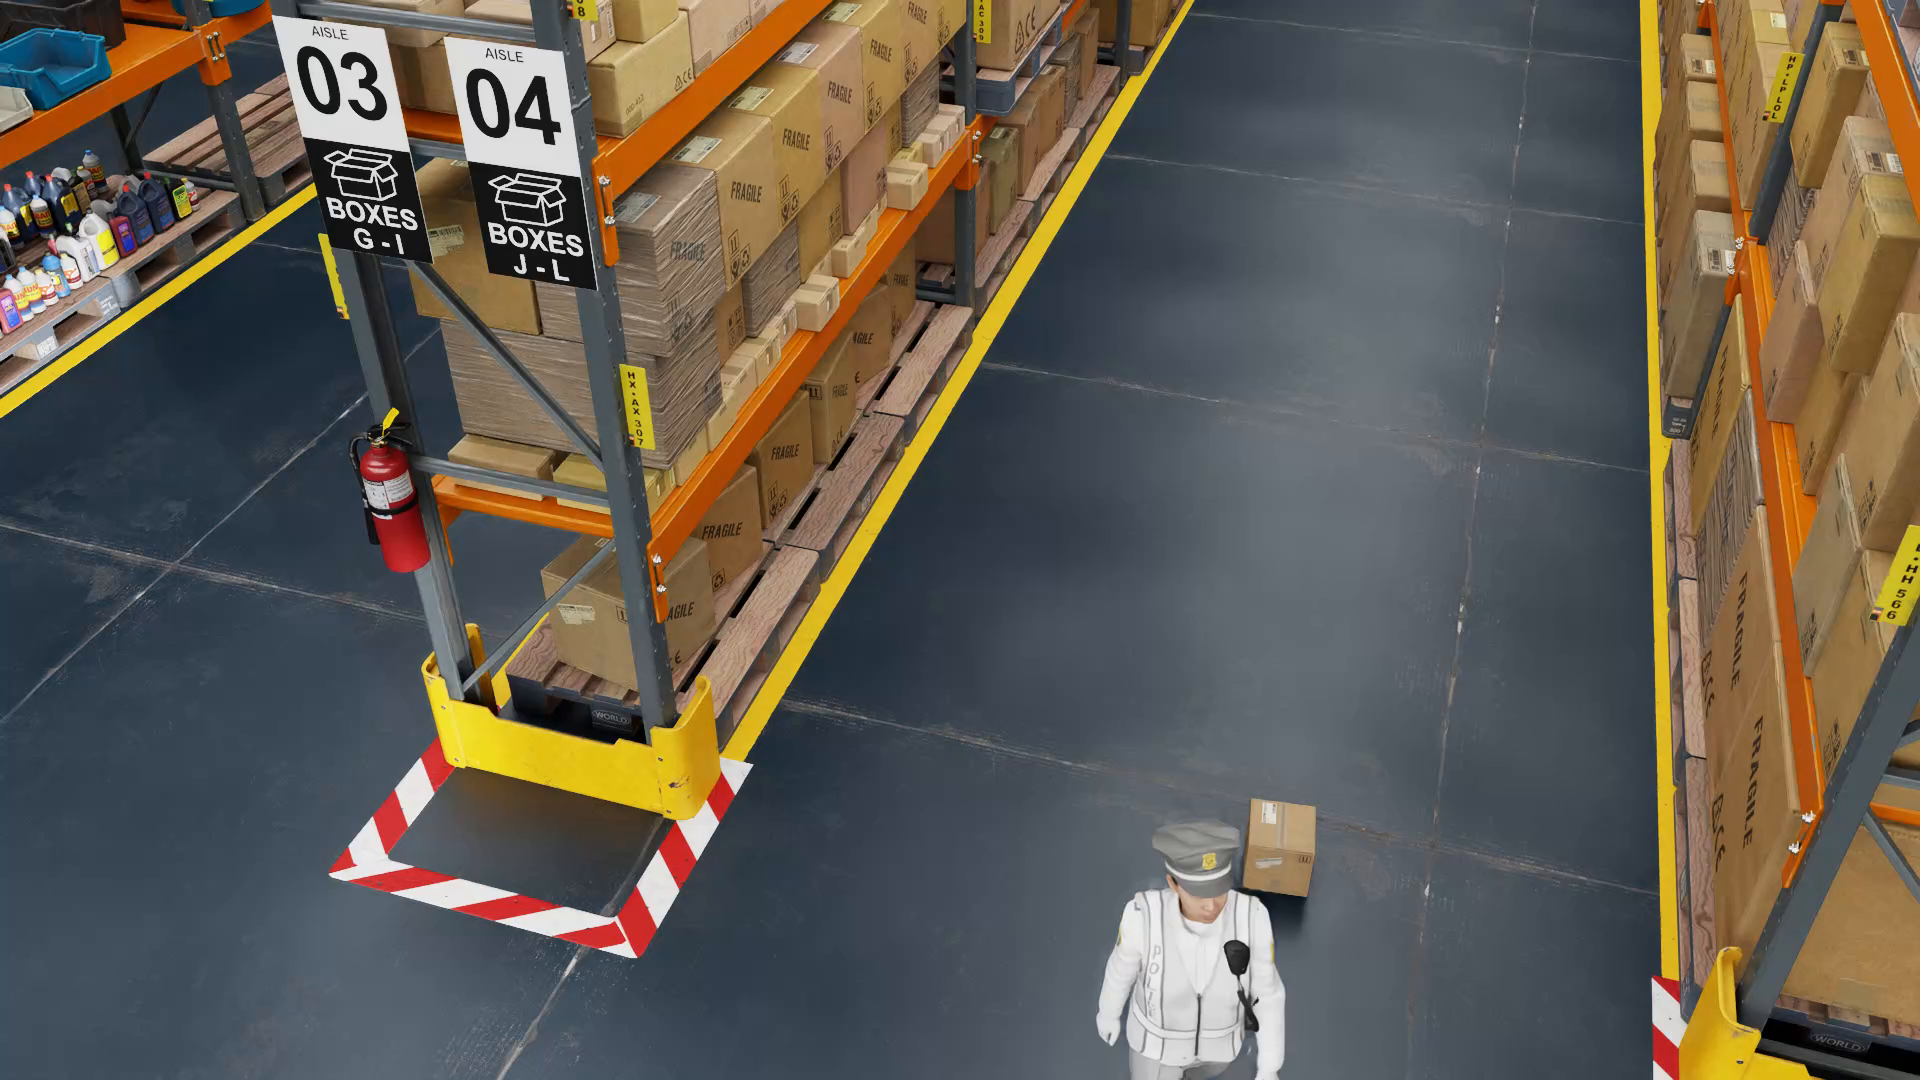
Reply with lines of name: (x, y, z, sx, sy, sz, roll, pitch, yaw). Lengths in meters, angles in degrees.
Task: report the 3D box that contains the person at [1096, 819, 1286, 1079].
person: (0.691, 1.471, 4.932, 0.508, 1.631, 1.045, -4, 37, -5)
